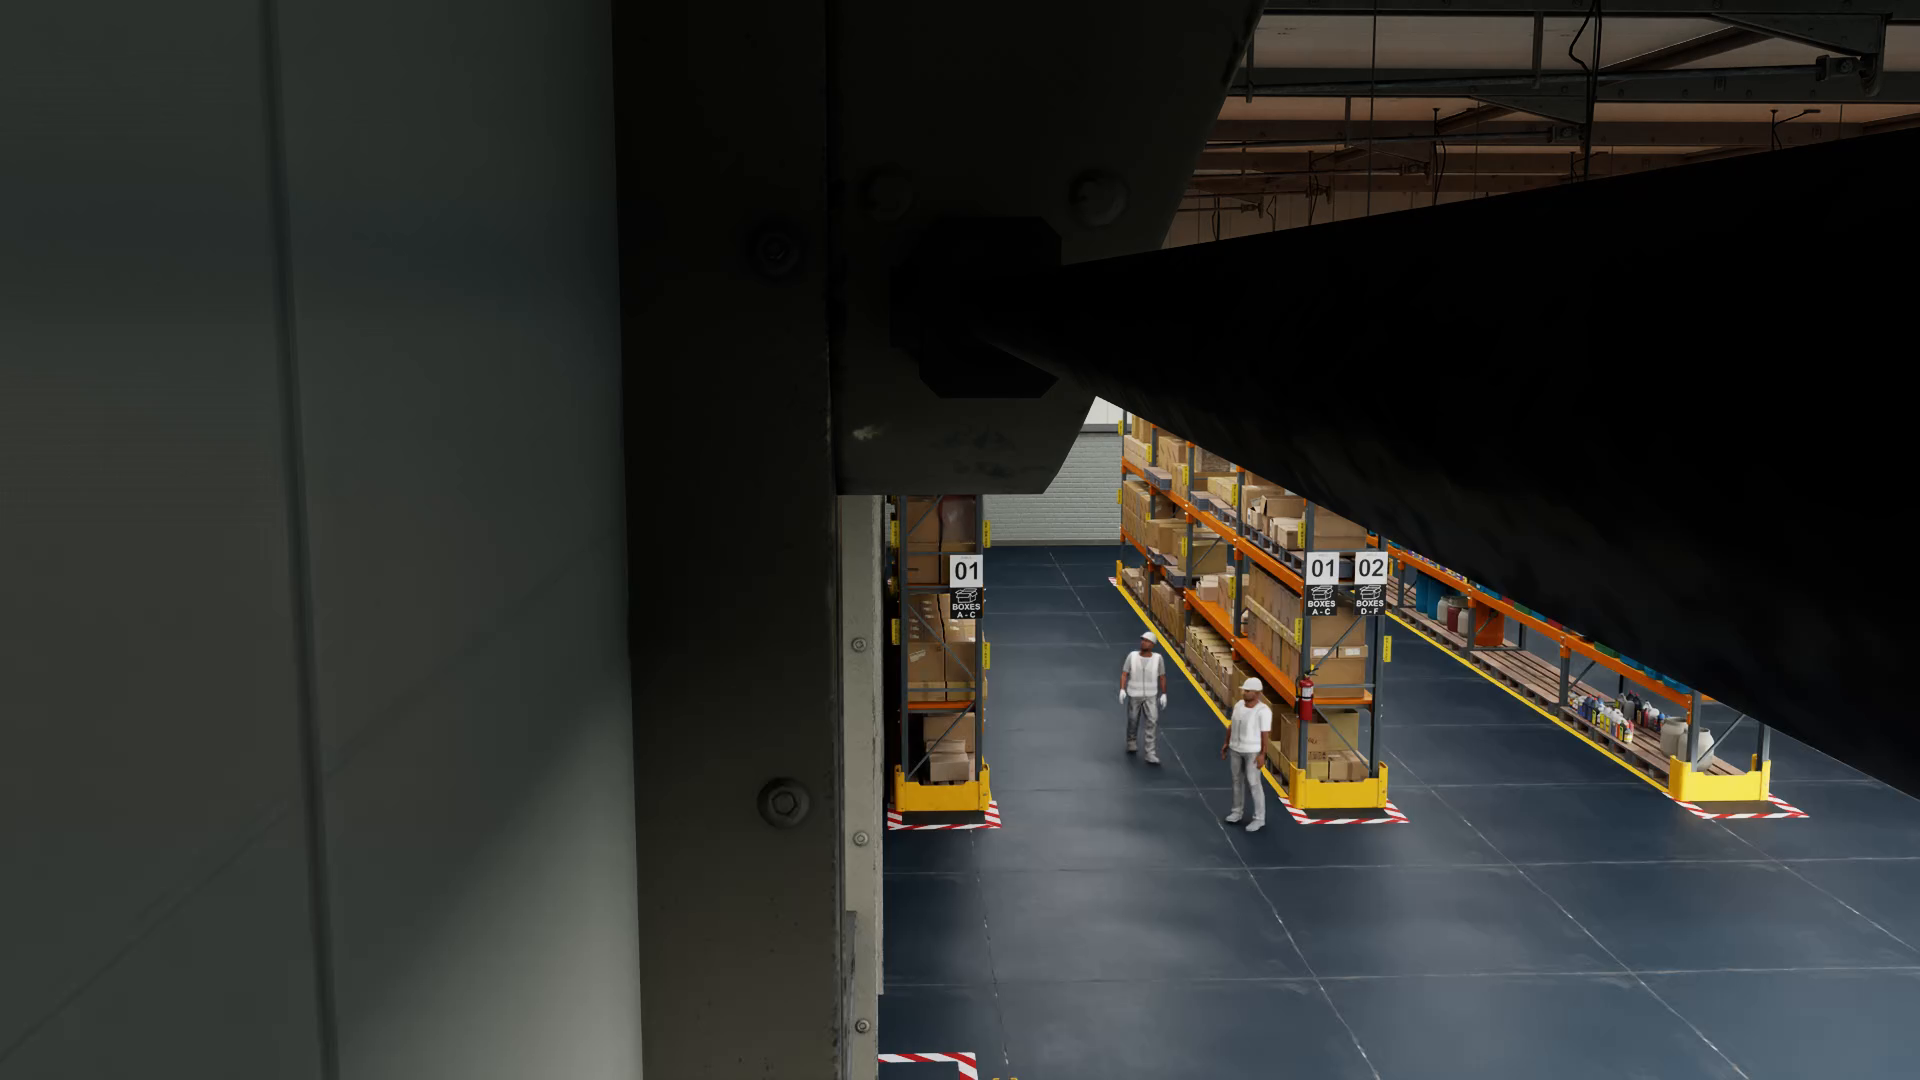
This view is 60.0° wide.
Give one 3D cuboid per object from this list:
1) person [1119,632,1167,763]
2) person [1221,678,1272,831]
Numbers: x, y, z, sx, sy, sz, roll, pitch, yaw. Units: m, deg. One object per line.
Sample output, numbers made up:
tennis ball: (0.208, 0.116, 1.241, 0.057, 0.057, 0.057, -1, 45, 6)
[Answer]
person: (2.500, 2.134, 22.740, 0.678, 1.730, 0.963, -1, 9, -9)
person: (3.421, 2.540, 19.969, 0.615, 1.780, 0.499, 8, 12, 43)
